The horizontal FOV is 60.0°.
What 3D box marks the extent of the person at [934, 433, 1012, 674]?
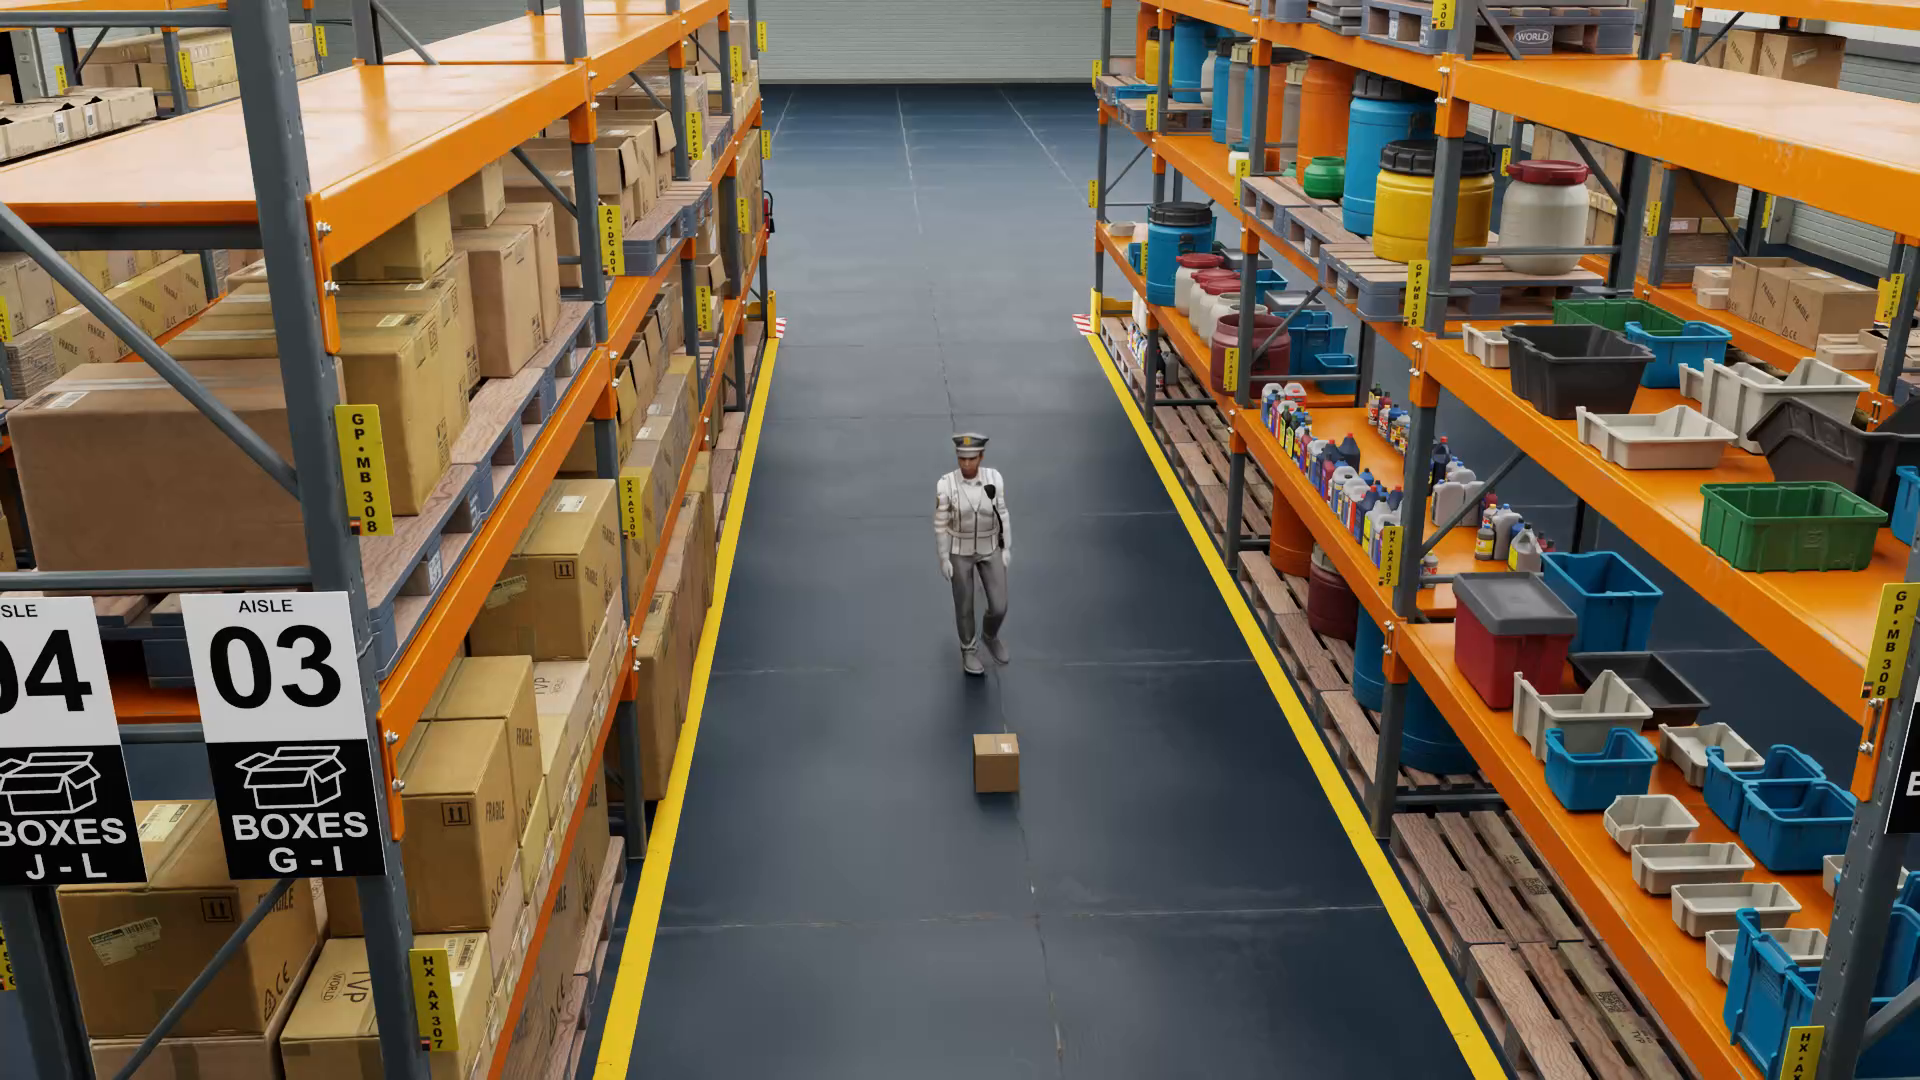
[{"bbox_3d":[0.088,0.087,10.755,0.515,1.675,0.418,-2,21,-5],"label":"person"}]
